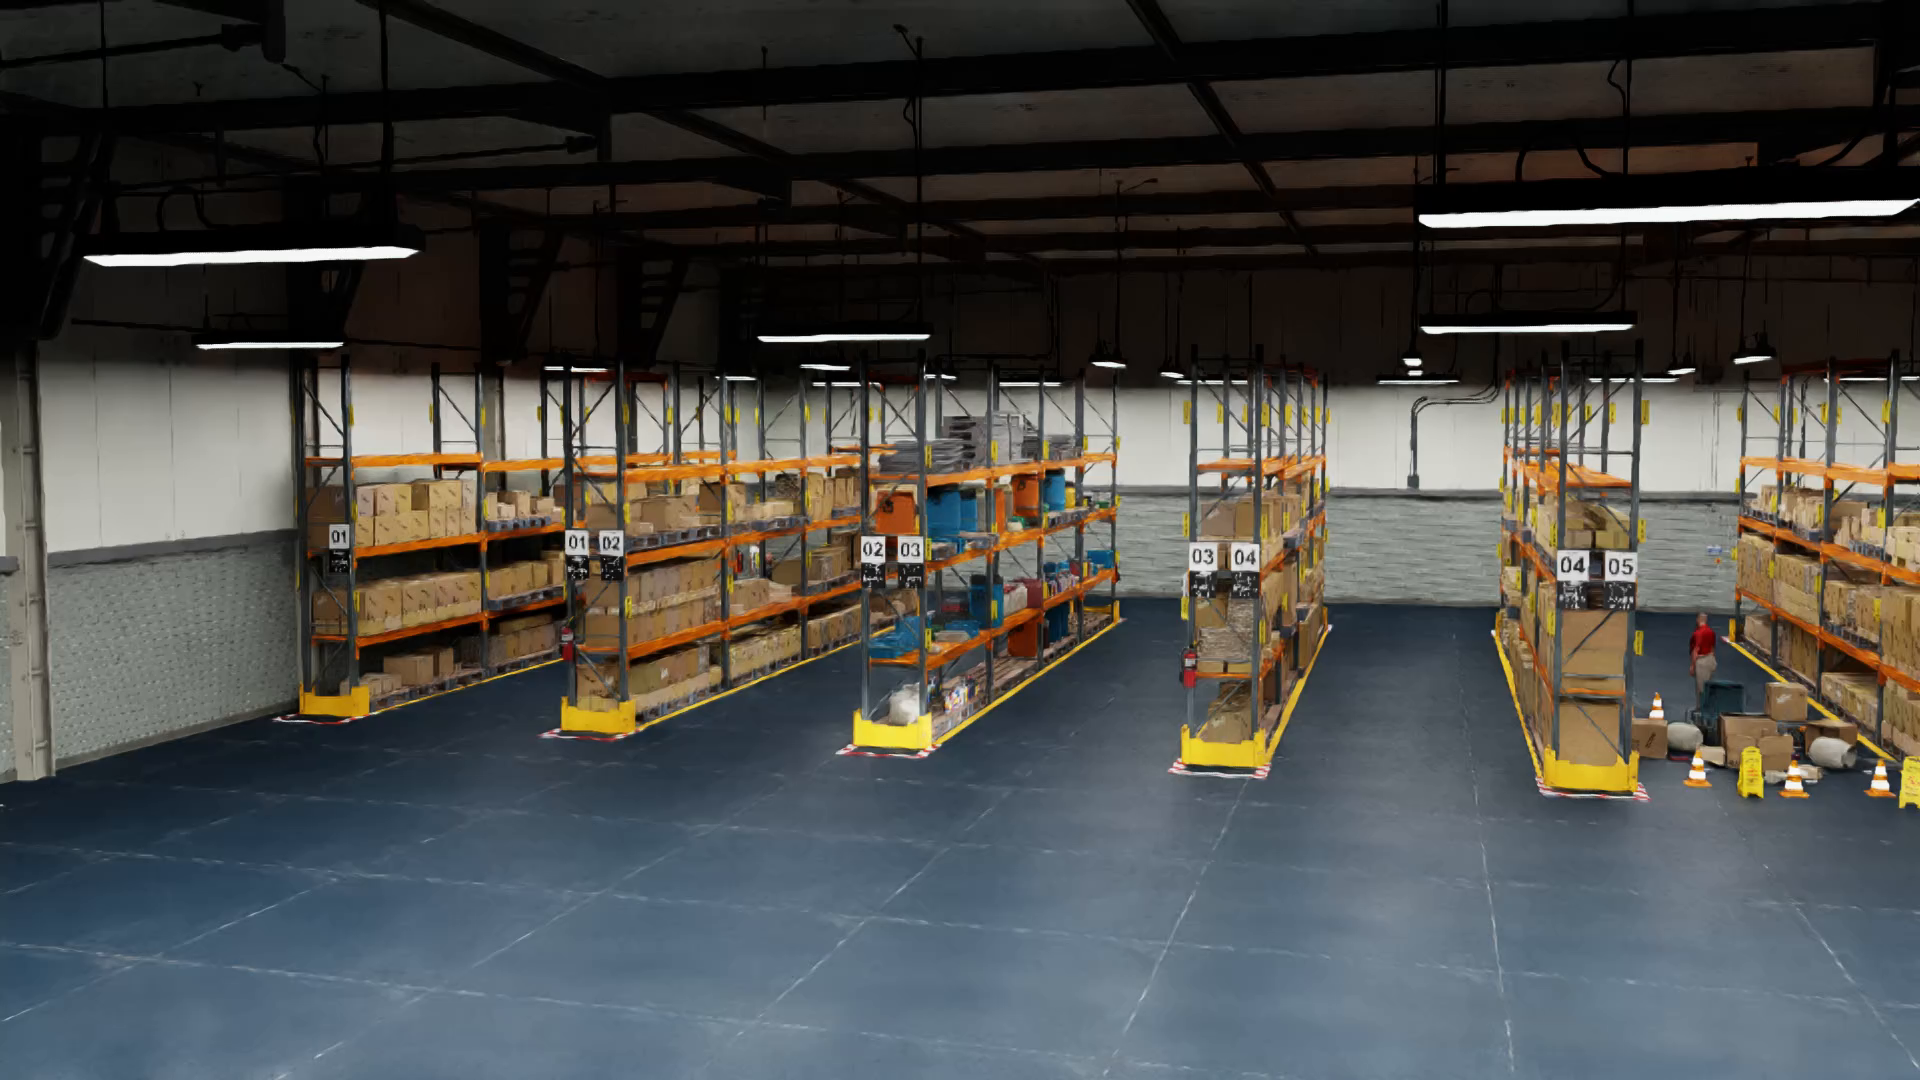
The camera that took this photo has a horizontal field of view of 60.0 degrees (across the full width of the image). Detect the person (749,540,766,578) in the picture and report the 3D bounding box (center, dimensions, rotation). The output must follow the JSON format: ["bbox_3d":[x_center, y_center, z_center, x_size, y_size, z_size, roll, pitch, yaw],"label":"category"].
[{"bbox_3d":[-5.413,0.742,44.987,0.772,1.755,0.585,-3,5,-36],"label":"person"}]

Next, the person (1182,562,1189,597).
[{"bbox_3d":[5.434,1.277,38.849,0.495,1.589,1.086,1,4,17],"label":"person"}]

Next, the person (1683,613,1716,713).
[{"bbox_3d":[12.262,2.064,27.562,0.654,1.717,0.587,-4,6,-43],"label":"person"}]

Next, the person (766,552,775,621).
[{"bbox_3d":[-4.652,1.118,40.704,0.543,1.648,1.115,1,5,18],"label":"person"}]
